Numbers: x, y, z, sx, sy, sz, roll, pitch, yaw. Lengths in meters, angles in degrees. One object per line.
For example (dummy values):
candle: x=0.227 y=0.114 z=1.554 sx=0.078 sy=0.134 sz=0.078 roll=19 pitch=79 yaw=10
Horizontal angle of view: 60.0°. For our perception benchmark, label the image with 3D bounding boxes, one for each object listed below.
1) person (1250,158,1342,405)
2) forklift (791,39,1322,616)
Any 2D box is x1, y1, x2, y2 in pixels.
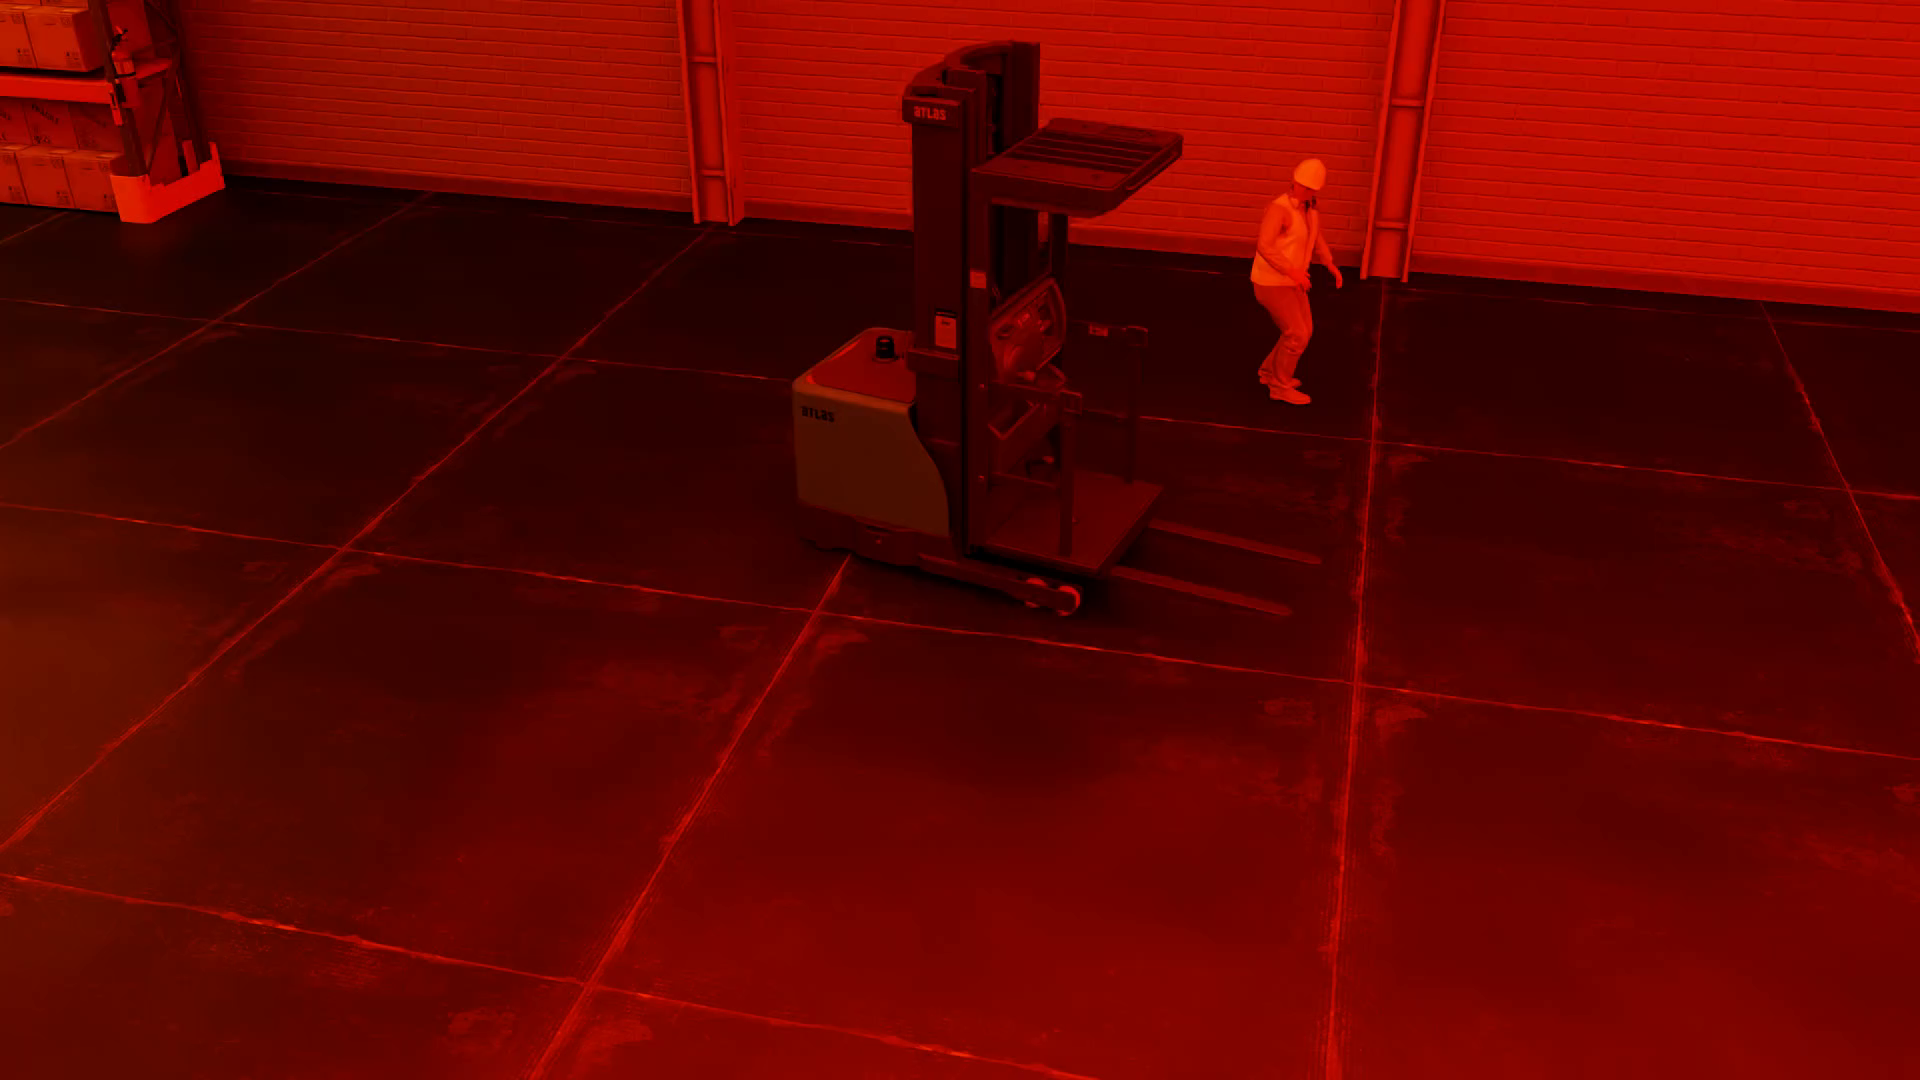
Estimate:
person: x=2.340 y=-1.821 z=11.639 sx=0.524 sy=1.724 sz=0.753 roll=18 pitch=34 yaw=28
forklift: x=0.562 y=-1.149 z=9.198 sx=3.031 sy=2.935 sz=1.130 roll=13 pitch=32 yaw=22
